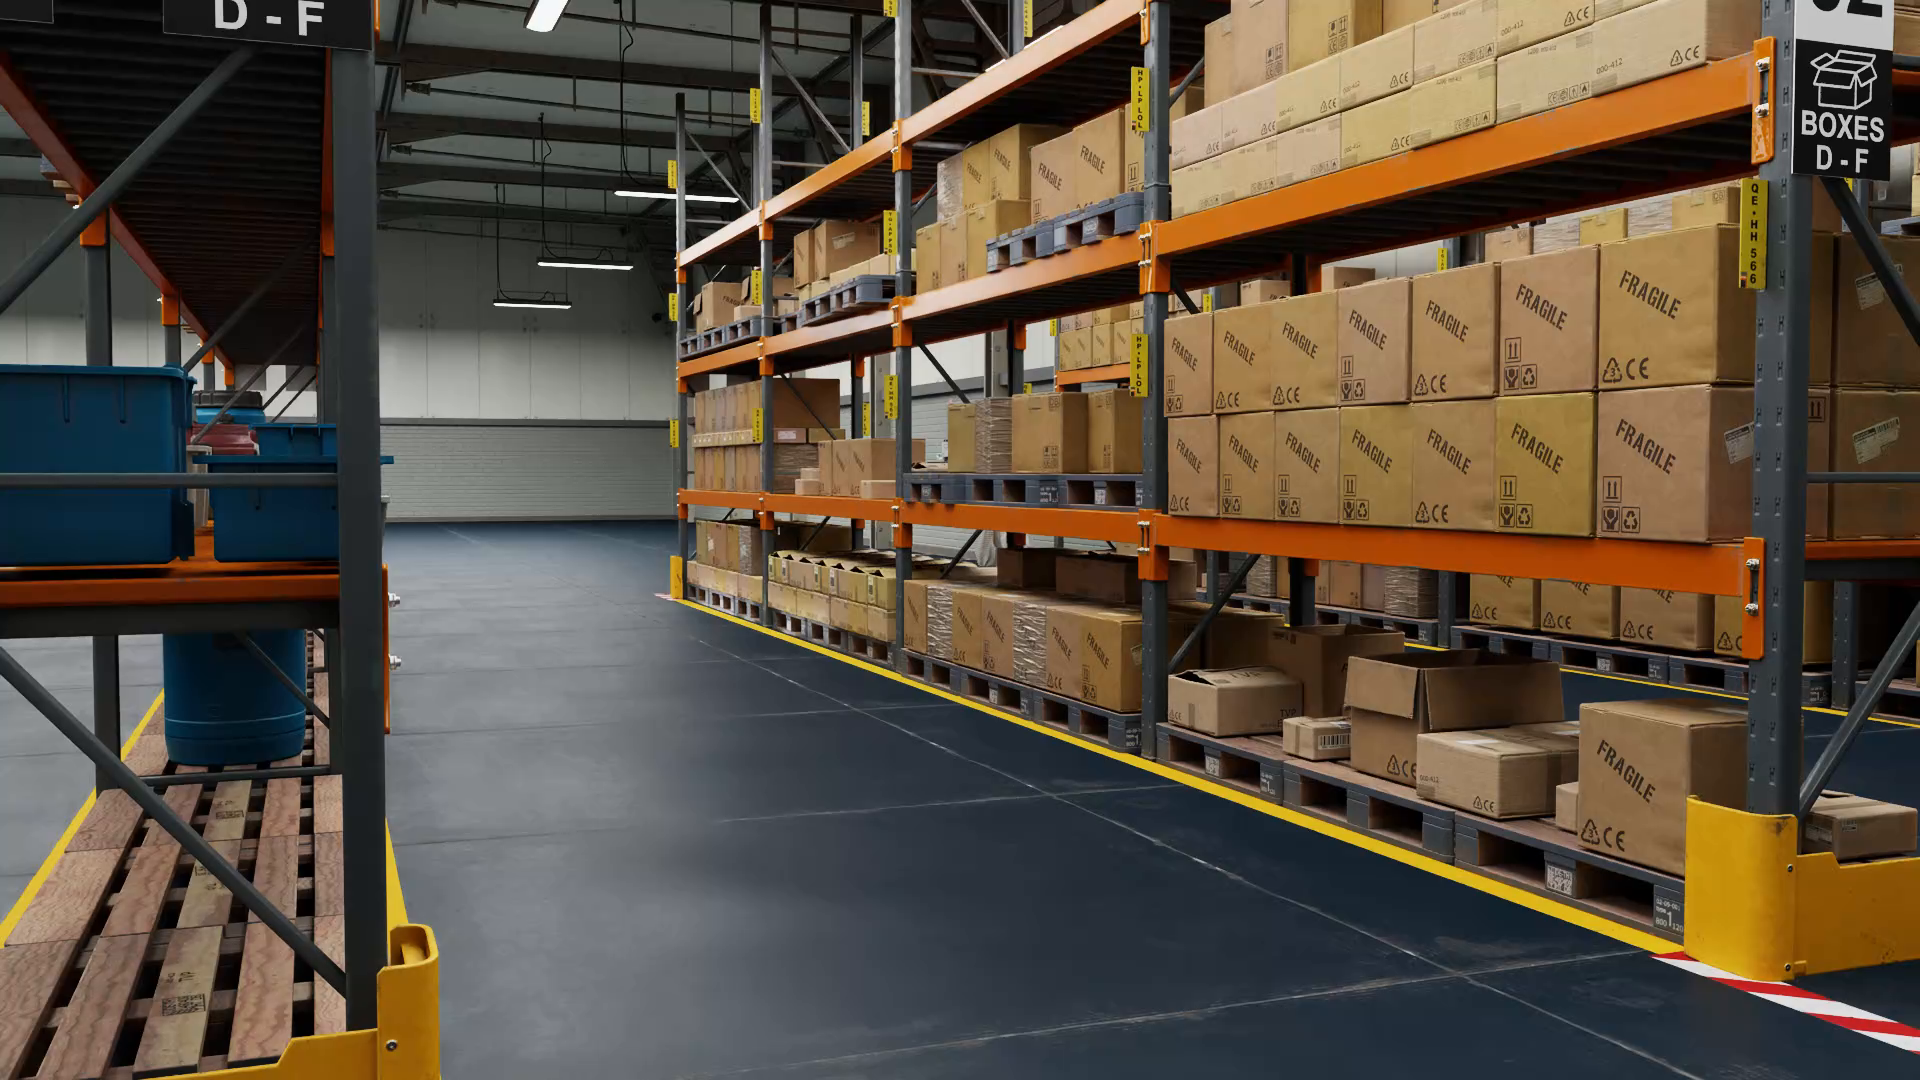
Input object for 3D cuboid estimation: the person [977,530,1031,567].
[{"bbox_3d":[0.486,0.160,18.795,0.524,1.184,0.789,-1,3,-21],"label":"person"}]
